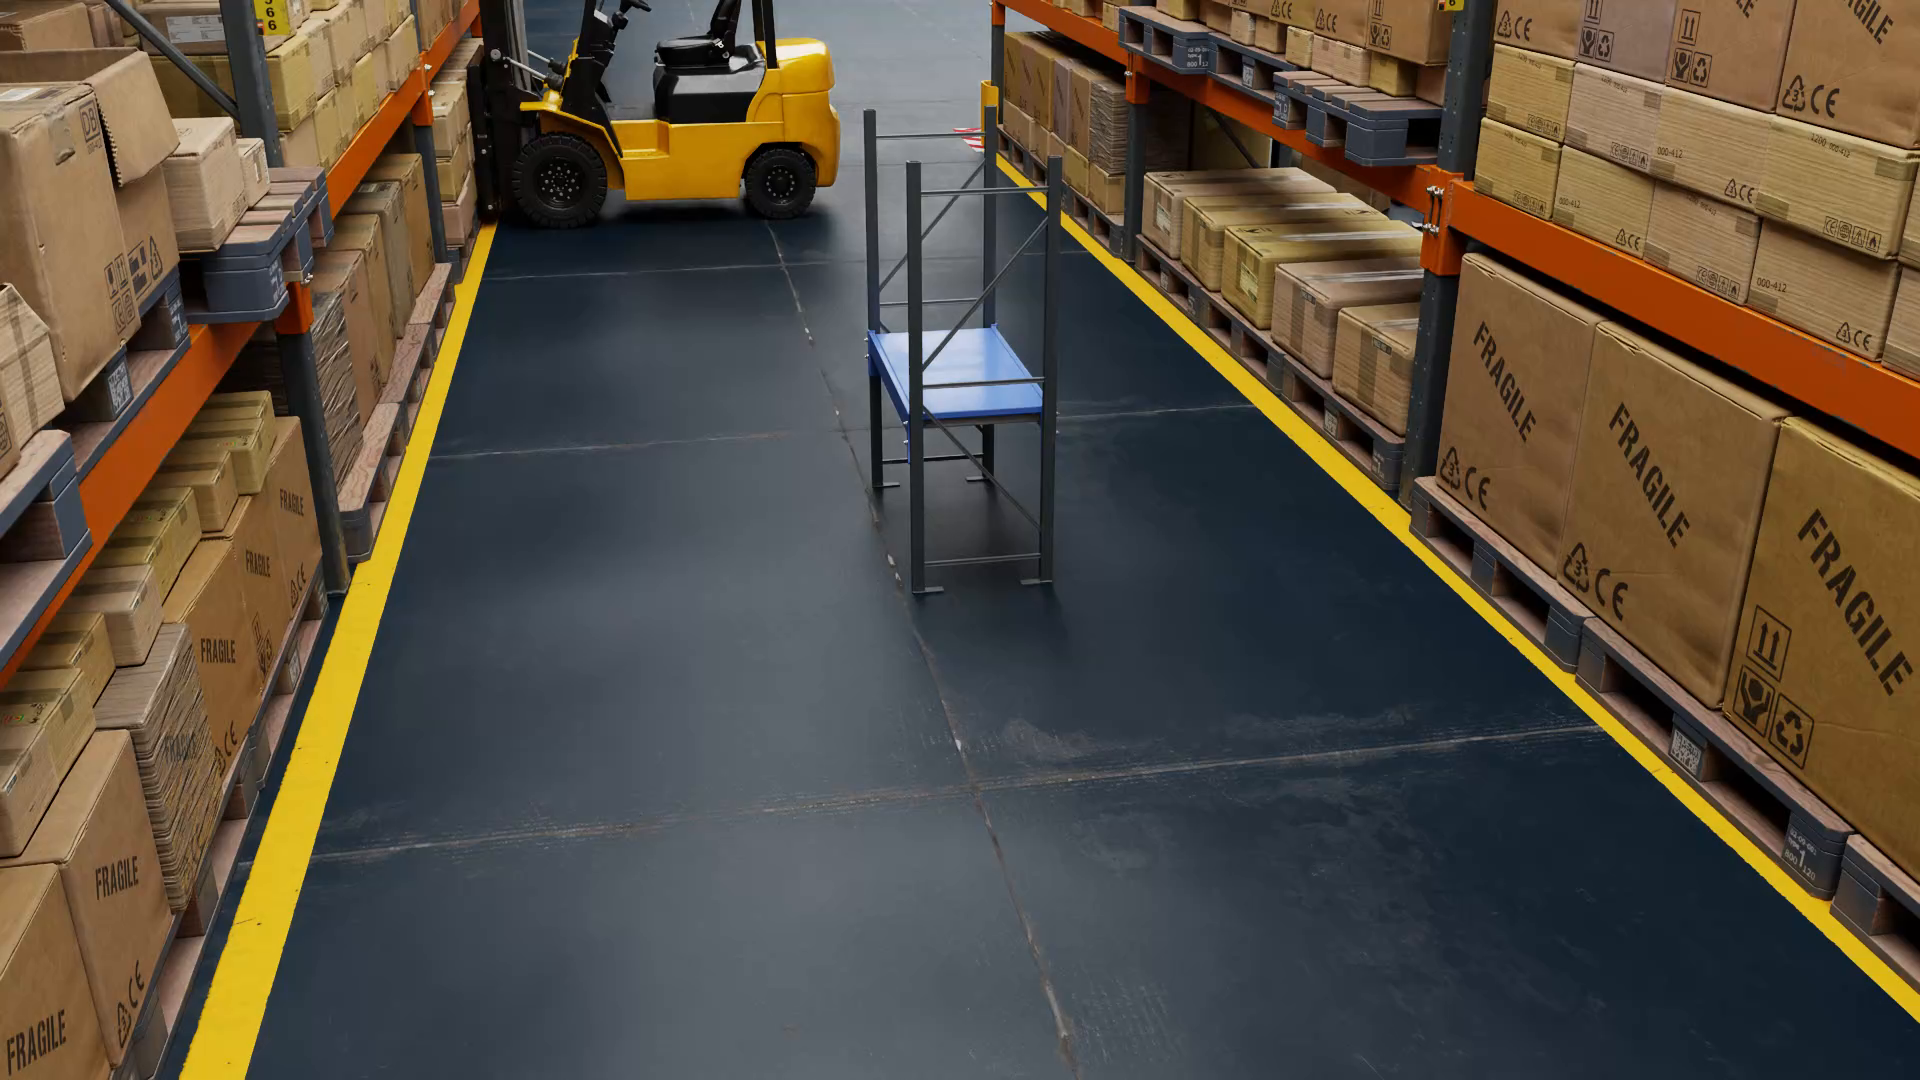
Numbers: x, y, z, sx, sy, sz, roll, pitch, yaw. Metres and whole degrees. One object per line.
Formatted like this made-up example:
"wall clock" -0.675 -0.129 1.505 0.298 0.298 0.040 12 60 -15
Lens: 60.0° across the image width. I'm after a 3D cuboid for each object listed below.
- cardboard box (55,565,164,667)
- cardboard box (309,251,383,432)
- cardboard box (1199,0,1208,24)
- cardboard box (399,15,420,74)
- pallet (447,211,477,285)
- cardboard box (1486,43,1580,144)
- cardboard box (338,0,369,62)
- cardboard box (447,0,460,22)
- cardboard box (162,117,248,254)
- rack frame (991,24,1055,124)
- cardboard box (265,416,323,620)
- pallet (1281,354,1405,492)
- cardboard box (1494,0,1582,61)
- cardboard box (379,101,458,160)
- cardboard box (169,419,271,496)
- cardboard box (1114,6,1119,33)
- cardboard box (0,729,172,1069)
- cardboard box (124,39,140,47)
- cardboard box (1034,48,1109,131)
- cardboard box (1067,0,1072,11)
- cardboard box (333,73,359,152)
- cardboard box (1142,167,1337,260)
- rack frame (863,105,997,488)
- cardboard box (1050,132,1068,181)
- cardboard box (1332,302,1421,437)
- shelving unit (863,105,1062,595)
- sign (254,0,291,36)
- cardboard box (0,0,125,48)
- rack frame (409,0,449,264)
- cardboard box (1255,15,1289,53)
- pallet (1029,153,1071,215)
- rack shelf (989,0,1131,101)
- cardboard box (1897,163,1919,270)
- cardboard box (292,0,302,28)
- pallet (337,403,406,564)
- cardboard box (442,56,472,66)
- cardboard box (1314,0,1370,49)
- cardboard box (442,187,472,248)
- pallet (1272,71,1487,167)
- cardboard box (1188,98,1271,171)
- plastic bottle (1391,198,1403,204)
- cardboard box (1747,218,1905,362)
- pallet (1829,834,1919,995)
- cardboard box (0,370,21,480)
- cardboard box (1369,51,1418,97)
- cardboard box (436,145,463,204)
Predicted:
"cardboard box" -2.085 0.190 3.856 0.380 0.149 0.250 -5 24 -12
"cardboard box" -2.874 -0.772 6.712 0.875 0.625 0.625 -4 24 -8
"cardboard box" 1.451 -2.739 8.563 0.380 0.149 0.250 -3 24 -6
"cardboard box" -3.033 -2.491 8.393 0.500 0.250 0.500 -4 24 -9
"pallet" -3.489 -1.777 10.054 1.003 0.211 1.213 -4 24 -10
"cardboard box" 2.085 -1.477 5.446 0.500 0.250 0.500 -4 24 -10
"cardboard box" -2.775 -2.121 6.922 0.500 0.250 0.500 -4 24 -9
"cardboard box" -3.488 -3.580 10.575 0.500 0.500 0.500 -4 24 -9
"cardboard box" -2.130 -0.898 4.221 0.500 0.250 0.500 -5 24 -12
"rack frame" 0.755 -4.681 13.219 1.000 3.000 0.127 -4 24 -10
"cardboard box" -2.354 -0.062 5.242 0.500 0.500 0.500 -4 24 -8
"pallet" 2.091 -0.564 7.277 1.003 0.211 1.213 -4 24 -10
"cardboard box" 2.085 -1.826 5.309 0.500 0.500 0.500 -5 24 -12
"cardboard box" -3.164 -2.343 9.527 0.500 0.250 0.500 -5 24 -11
"cardboard box" -2.222 -0.229 4.814 0.380 0.149 0.250 -6 24 -12
"cardboard box" 1.136 -3.096 9.905 0.380 0.149 0.250 -5 24 -10
"cardboard box" -1.968 0.749 3.386 0.500 0.500 0.500 -5 24 -11
"cardboard box" -2.999 -1.482 5.457 0.500 0.250 0.500 -4 24 -9
"cardboard box" 0.823 -3.206 11.818 0.500 0.500 0.500 -4 24 -9
"cardboard box" 0.927 -3.598 11.055 0.380 0.149 0.250 -5 24 -11
"cardboard box" -2.675 -1.689 6.558 0.500 0.250 0.500 -5 24 -11
"cardboard box" 1.594 -1.889 9.587 0.950 0.372 0.625 -4 24 -9
"rack frame" -0.110 -0.921 6.484 0.500 1.500 0.032 -4 24 -10
"cardboard box" 0.923 -2.661 11.507 0.500 0.250 0.500 -4 24 -9
"cardboard box" 2.140 -0.745 6.967 0.950 0.372 0.625 -6 24 -13
"shelving unit" -0.016 -0.721 6.027 0.538 1.500 1.048 -4 24 -10
"sign" -2.112 -1.703 5.055 0.100 0.325 0.005 -4 24 -10
"cardboard box" -2.902 -1.621 5.279 0.380 0.149 0.250 -4 24 -8
"rack frame" -3.383 -2.738 8.772 1.000 3.000 0.127 -4 24 -10
"cardboard box" 1.578 -2.326 7.618 0.380 0.149 0.250 -5 24 -11
"pallet" 1.107 -2.572 11.875 1.003 0.211 1.213 -4 24 -10
"rack shelf" 1.125 -3.564 11.562 1.077 0.370 4.000 -4 24 -10
"cardboard box" 2.452 -0.676 3.612 0.500 0.250 0.500 -4 24 -8
"cardboard box" -2.536 -1.859 5.824 0.380 0.149 0.250 -4 24 -8
"pallet" -2.757 -0.214 6.476 1.003 0.211 1.213 -4 24 -10
"cardboard box" -3.528 -3.146 11.368 0.500 0.250 0.500 -4 24 -9
"cardboard box" 1.771 -2.269 6.677 0.500 0.500 0.500 -5 24 -11
"cardboard box" -3.147 -1.886 9.730 0.500 0.250 0.500 -4 24 -9
"pallet" 1.998 -1.718 6.677 1.213 0.211 1.003 -4 24 -10
"cardboard box" 1.651 -2.635 10.510 0.500 0.500 0.500 -3 24 -7
"plastic bottle" 3.099 -2.407 11.685 0.133 0.061 0.283 0 24 -1
"cardboard box" 2.376 -0.653 4.184 0.500 0.250 0.500 -4 24 -10
"pallet" 2.757 1.019 3.652 1.003 0.211 1.213 -4 24 -10
"cardboard box" -1.869 -0.241 2.403 0.700 0.500 0.500 -4 24 -9
"cardboard box" 1.822 -1.823 6.465 0.380 0.149 0.250 -4 24 -9
"cardboard box" -3.169 -2.113 9.627 0.500 0.250 0.500 -4 24 -10
